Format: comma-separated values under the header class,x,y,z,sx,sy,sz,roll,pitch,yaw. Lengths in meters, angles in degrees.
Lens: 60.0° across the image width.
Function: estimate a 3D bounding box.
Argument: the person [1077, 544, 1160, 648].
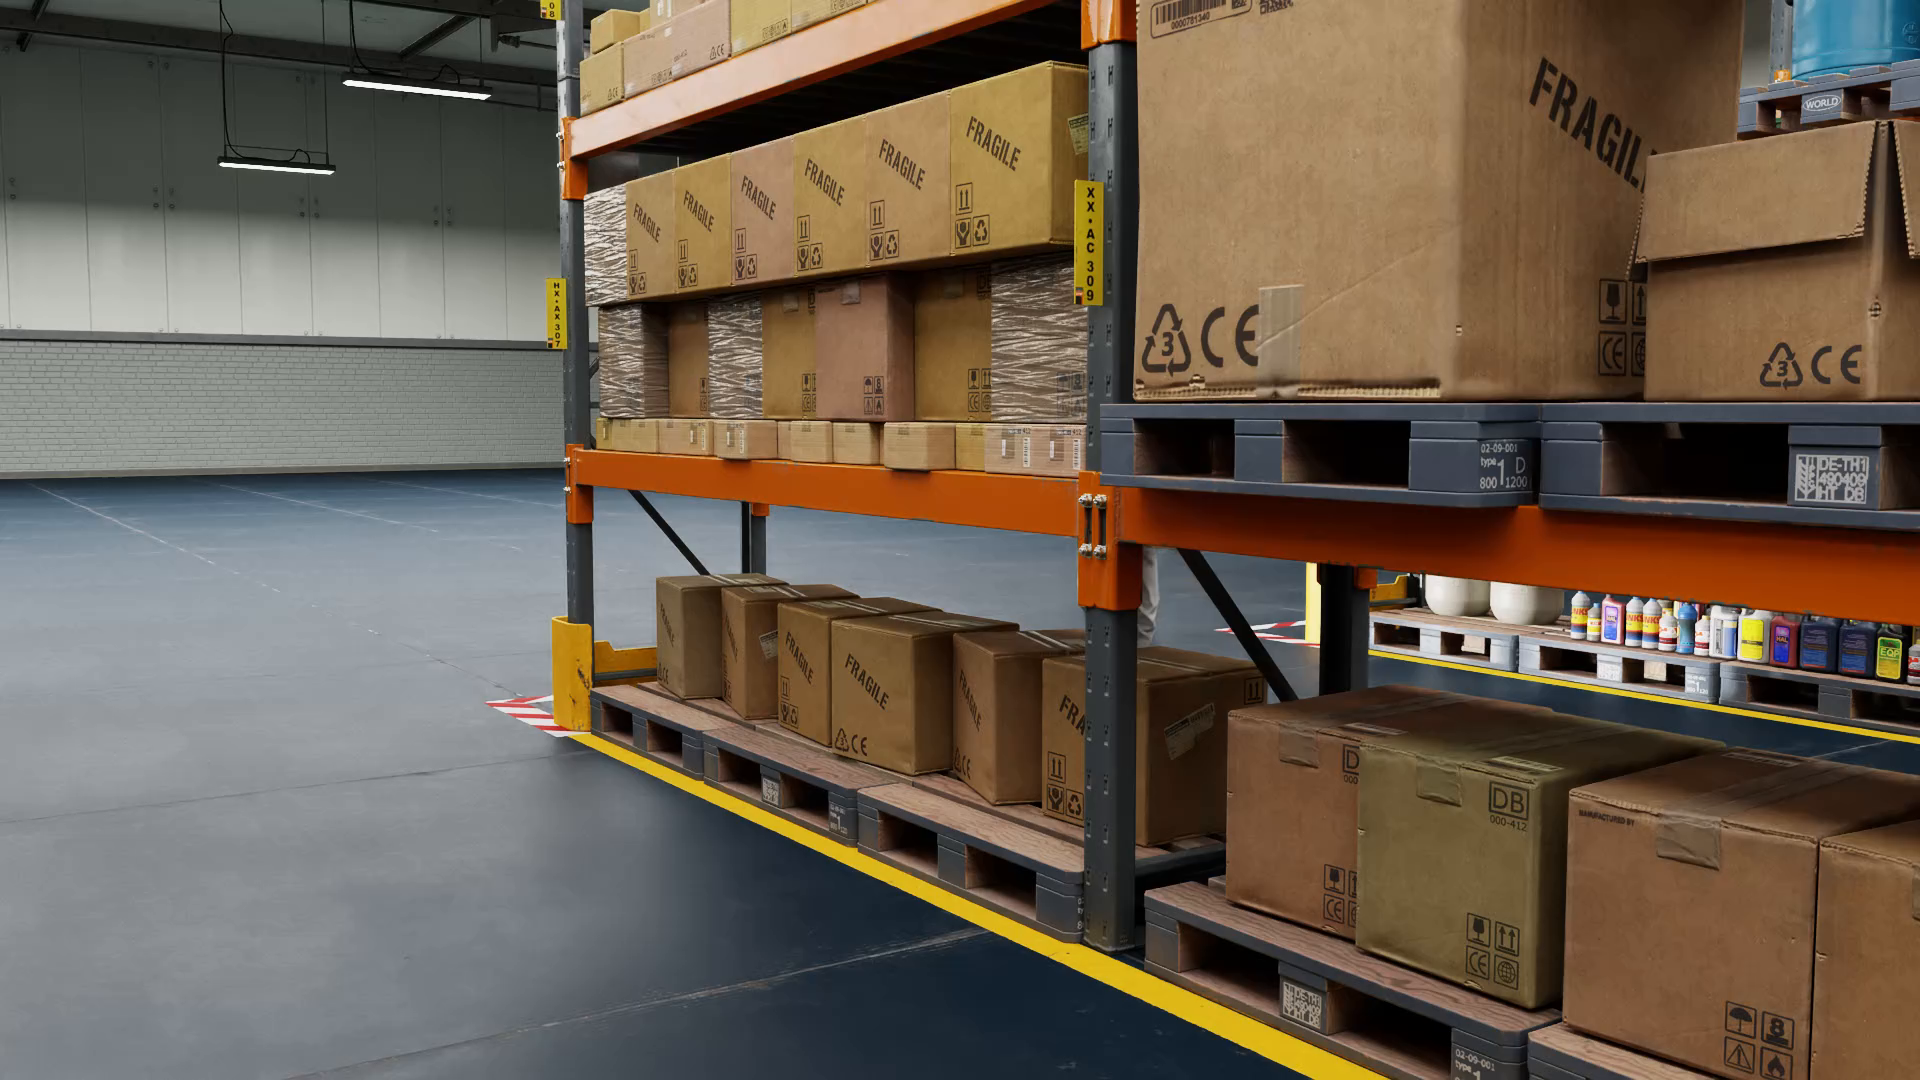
class,x,y,z,sx,sy,sz,roll,pitch,yaw
person,0.772,0.007,7.521,0.474,1.786,0.558,-3,5,-33
